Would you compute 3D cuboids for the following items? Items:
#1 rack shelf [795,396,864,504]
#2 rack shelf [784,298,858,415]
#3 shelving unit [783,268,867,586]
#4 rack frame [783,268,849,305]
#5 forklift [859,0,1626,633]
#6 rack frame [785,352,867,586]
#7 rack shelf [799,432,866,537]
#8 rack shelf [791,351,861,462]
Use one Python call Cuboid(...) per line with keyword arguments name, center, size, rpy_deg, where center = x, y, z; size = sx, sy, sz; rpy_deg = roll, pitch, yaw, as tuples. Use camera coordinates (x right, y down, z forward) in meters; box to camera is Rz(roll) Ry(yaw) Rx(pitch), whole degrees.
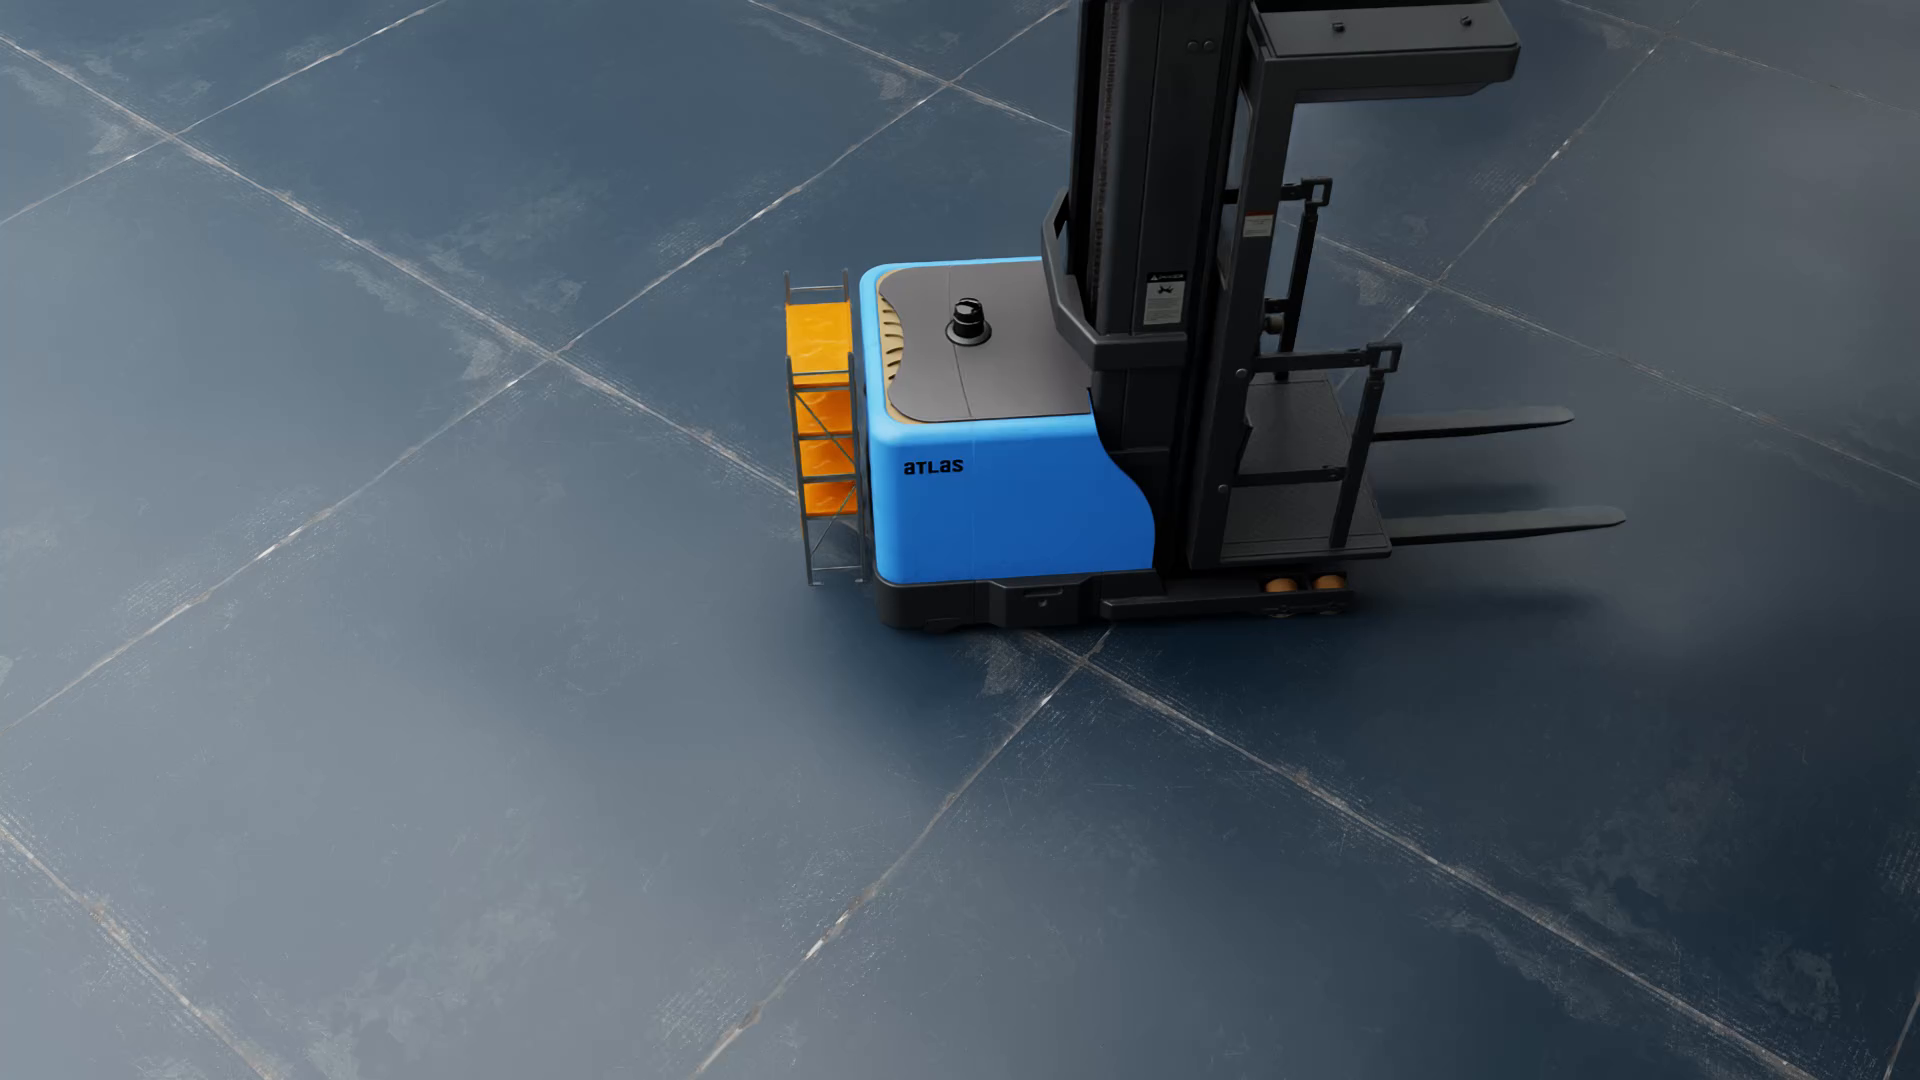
Cuboid(name="rack shelf", center=(-0.518, -0.369, 6.530), size=(0.258, 0.148, 0.480), rpy_deg=(-4, 46, -3))
Cuboid(name="rack shelf", center=(-0.519, -0.687, 6.197), size=(0.258, 0.148, 0.480), rpy_deg=(-4, 46, -3))
Cuboid(name="shelving unit", center=(-0.518, -0.416, 6.482), size=(0.258, 1.200, 0.503), rpy_deg=(-4, 46, -3))
Cuboid(name="rack frame", center=(-0.539, -0.591, 6.649), size=(0.240, 1.200, 0.015), rpy_deg=(-4, 46, -3))
Cuboid(name="forklift", center=(1.143, -1.084, 5.923), size=(3.031, 2.935, 1.130), rpy_deg=(-4, 46, -3))
Cuboid(name="rack frame", center=(-0.497, -0.240, 6.314), size=(0.240, 1.200, 0.015), rpy_deg=(-4, 46, -3))
Cuboid(name="rack shelf", center=(-0.518, -0.232, 6.674), size=(0.258, 0.148, 0.480), rpy_deg=(-4, 46, -3))
Cuboid(name="rack shelf", center=(-0.518, -0.524, 6.368), size=(0.258, 0.148, 0.480), rpy_deg=(-4, 46, -3))
